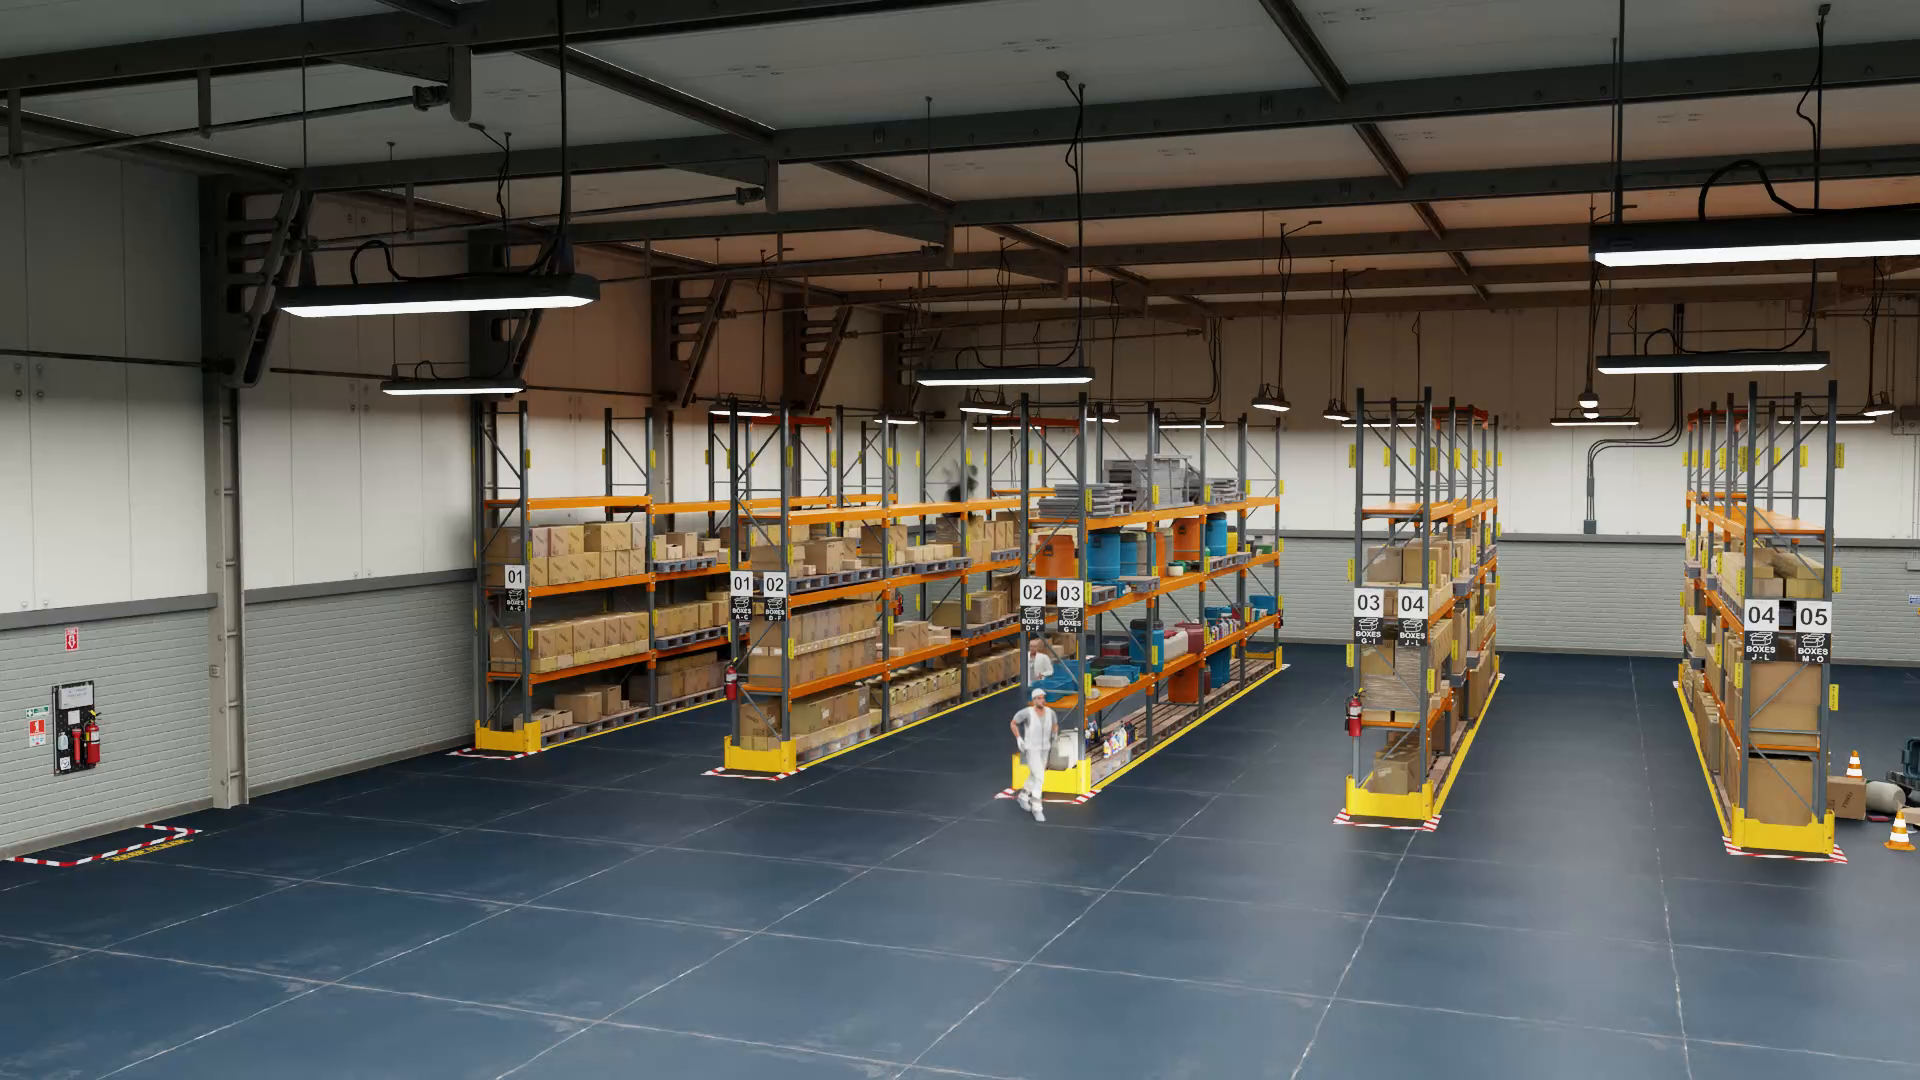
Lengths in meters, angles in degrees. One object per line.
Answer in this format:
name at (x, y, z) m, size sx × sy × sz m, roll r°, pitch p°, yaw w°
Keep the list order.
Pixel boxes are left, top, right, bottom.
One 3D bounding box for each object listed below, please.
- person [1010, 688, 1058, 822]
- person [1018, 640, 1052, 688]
person at (1.063, 2.979, 23.289) m, size 0.653 × 1.844 × 0.792 m, roll -2°, pitch 3°, yaw -31°
person at (1.335, 2.690, 29.745) m, size 0.662 × 1.743 × 1.049 m, roll 1°, pitch 3°, yaw 11°
